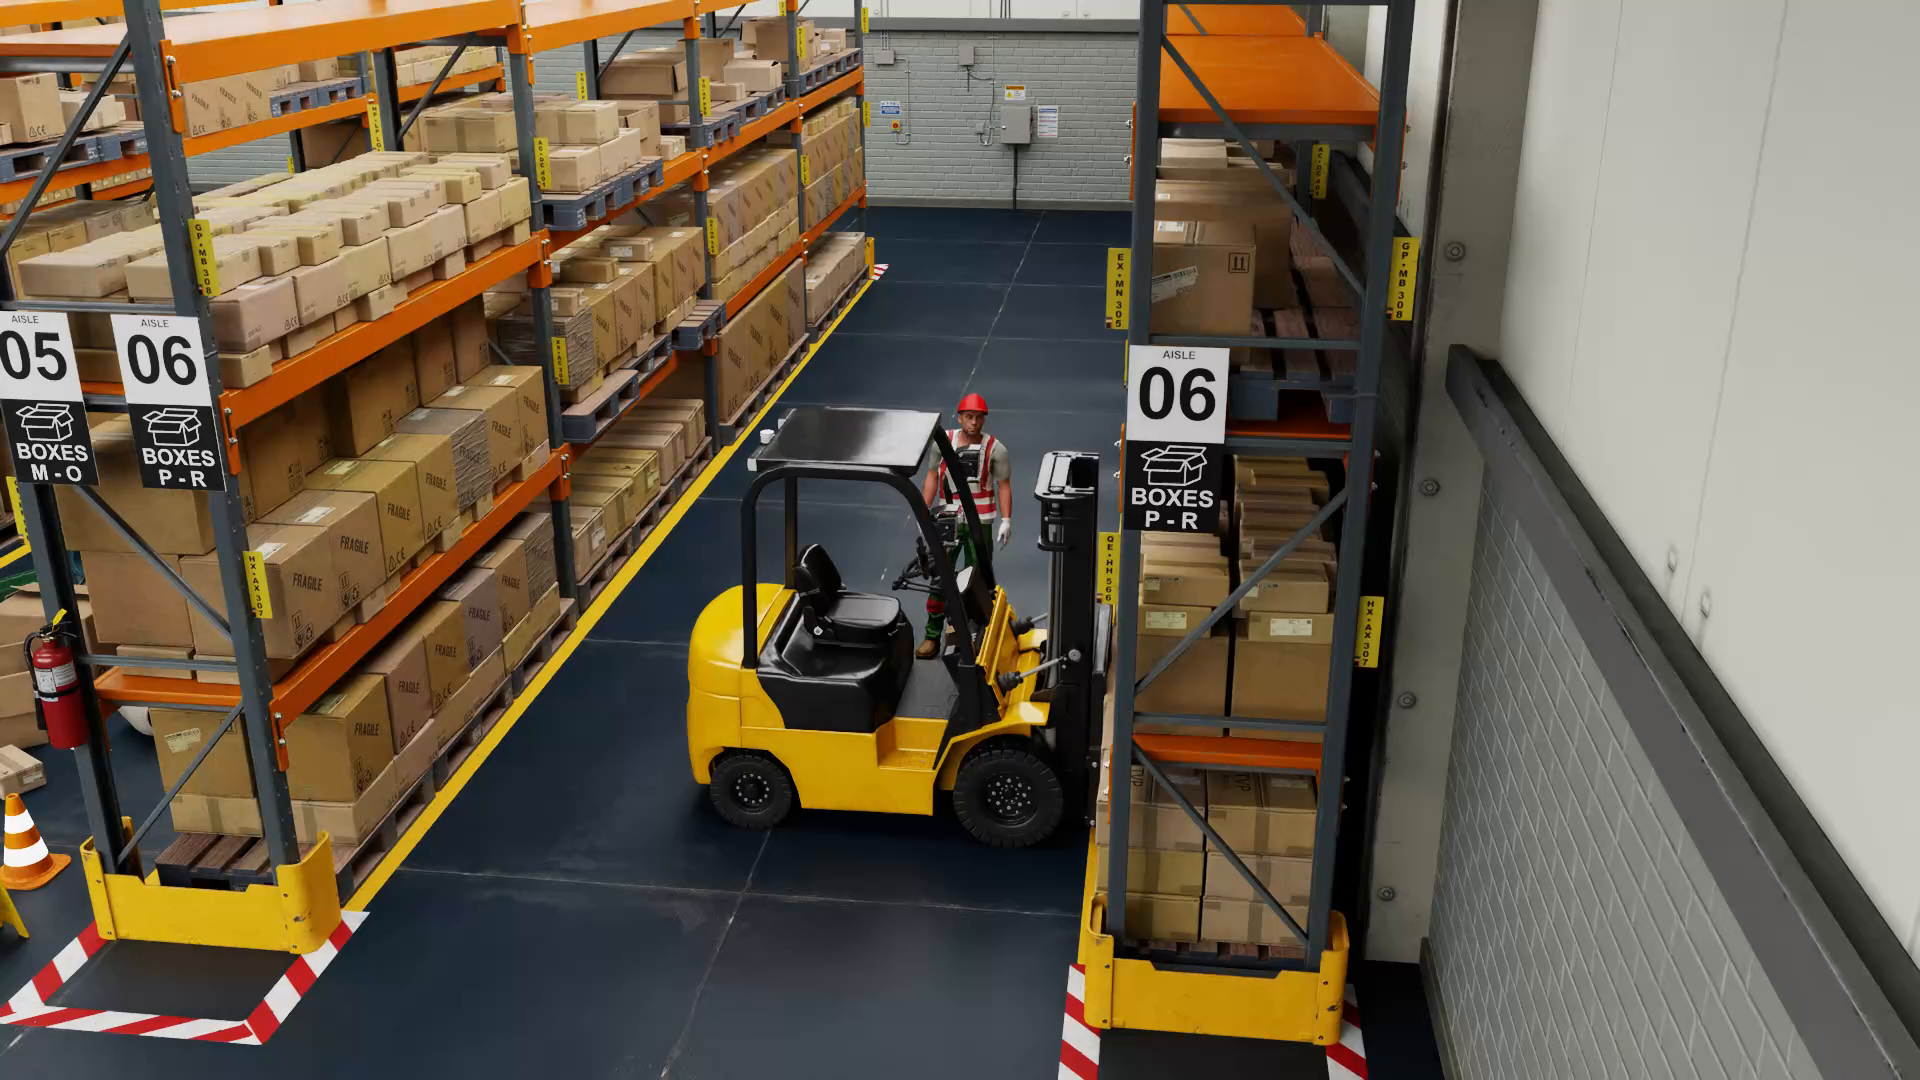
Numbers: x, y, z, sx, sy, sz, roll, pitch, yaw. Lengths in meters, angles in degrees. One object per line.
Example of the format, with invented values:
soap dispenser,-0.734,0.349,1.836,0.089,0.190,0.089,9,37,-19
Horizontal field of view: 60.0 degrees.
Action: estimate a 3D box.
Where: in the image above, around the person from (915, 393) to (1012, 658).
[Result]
person,0.023,-0.094,11.265,0.637,1.790,0.562,2,21,6
